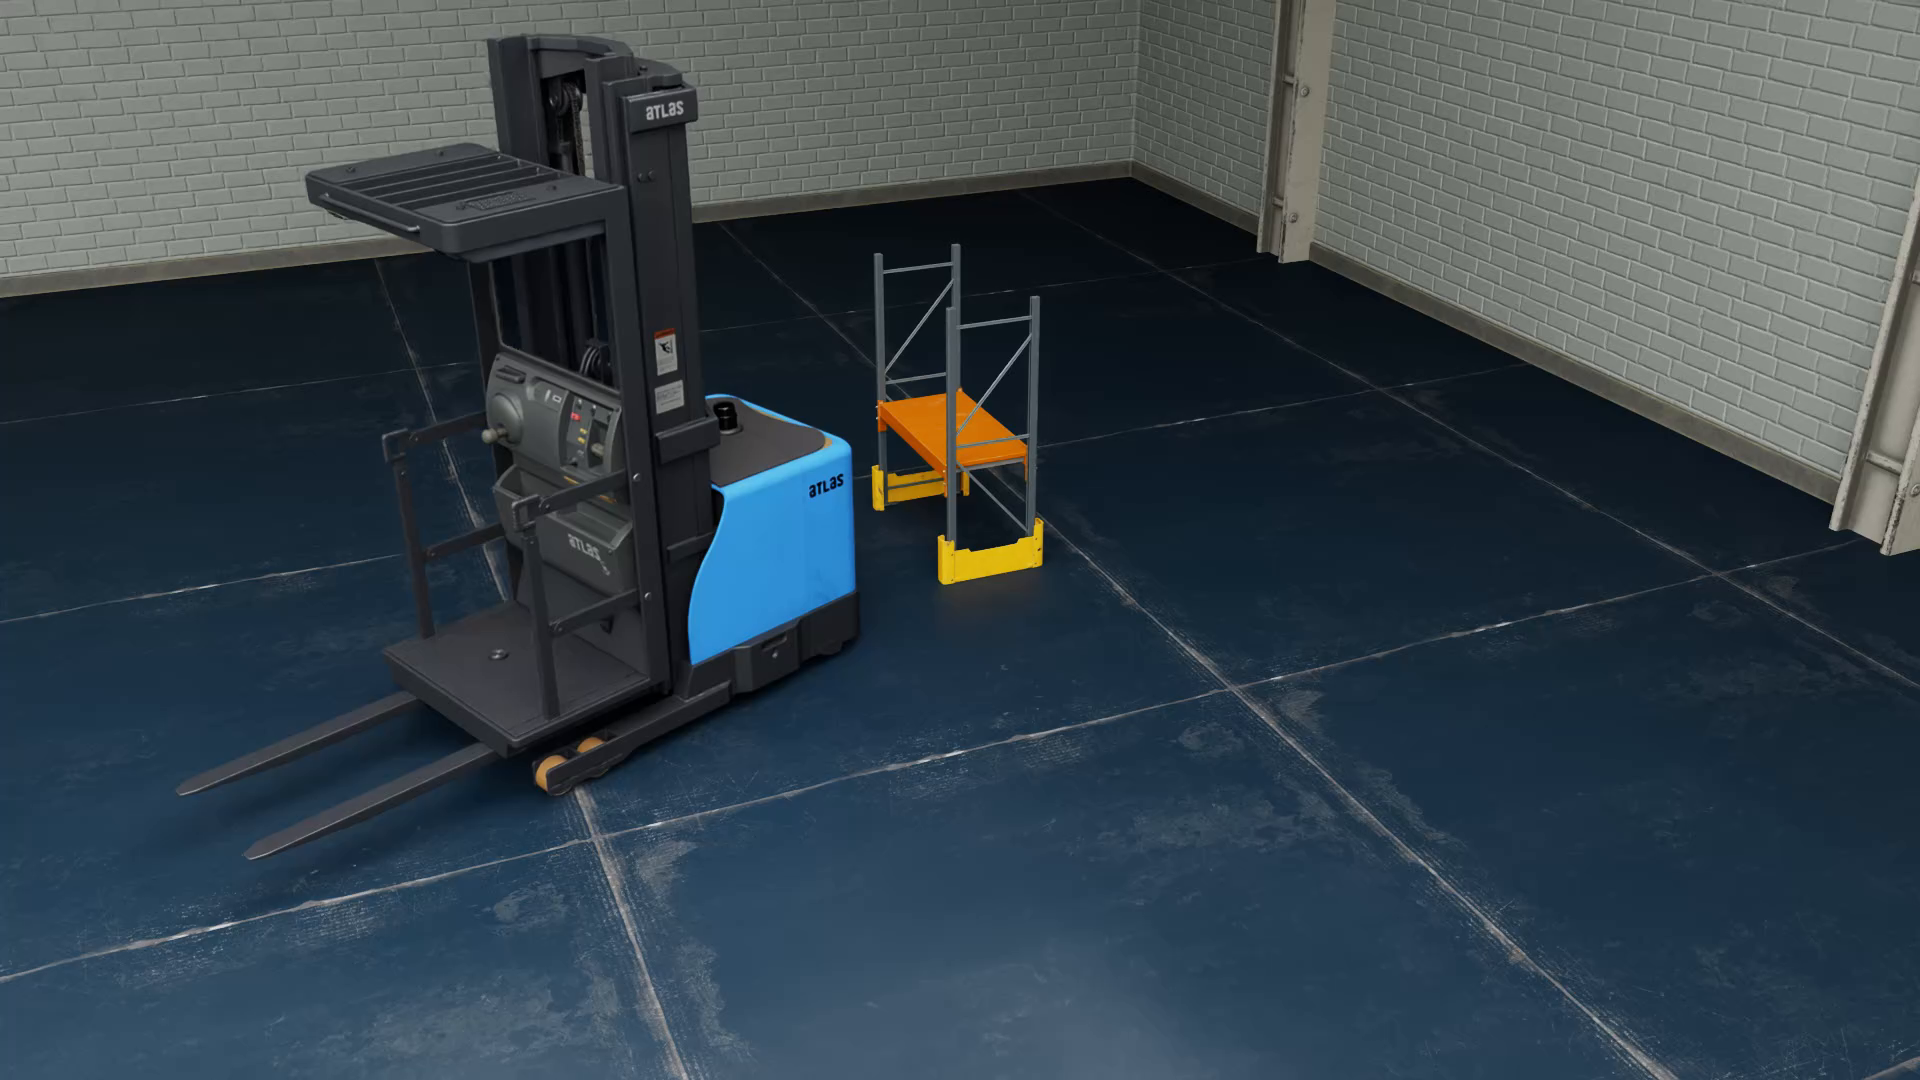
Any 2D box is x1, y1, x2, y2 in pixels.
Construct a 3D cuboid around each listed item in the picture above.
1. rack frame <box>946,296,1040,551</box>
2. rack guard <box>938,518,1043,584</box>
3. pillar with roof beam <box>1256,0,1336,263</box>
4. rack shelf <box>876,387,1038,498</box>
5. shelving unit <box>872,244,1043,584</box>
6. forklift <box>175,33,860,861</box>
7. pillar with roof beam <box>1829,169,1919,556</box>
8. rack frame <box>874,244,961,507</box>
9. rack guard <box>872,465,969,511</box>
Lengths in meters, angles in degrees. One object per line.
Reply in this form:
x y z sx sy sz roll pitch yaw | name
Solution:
0.166 -0.503 8.571 0.500 1.500 0.032 -11 28 -21 | rack frame
0.165 0.058 8.846 0.587 0.250 0.087 -11 28 -21 | rack guard
-1.186 -5.746 10.761 9.100 9.000 0.400 -11 28 -21 | pillar with roof beam
-0.033 -0.547 9.070 0.538 0.185 1.000 -11 28 -21 | rack shelf
-0.030 -0.705 8.984 0.587 1.500 1.083 -11 28 -21 | shelving unit
-1.872 -0.491 6.914 1.130 2.935 3.031 23 34 38 | forklift
1.164 -3.323 5.800 9.100 9.000 0.400 -11 28 -21 | pillar with roof beam
-0.232 -0.914 9.412 0.500 1.500 0.032 -11 28 -21 | rack frame
-0.225 -0.344 9.670 0.587 0.250 0.087 -11 28 -21 | rack guard
